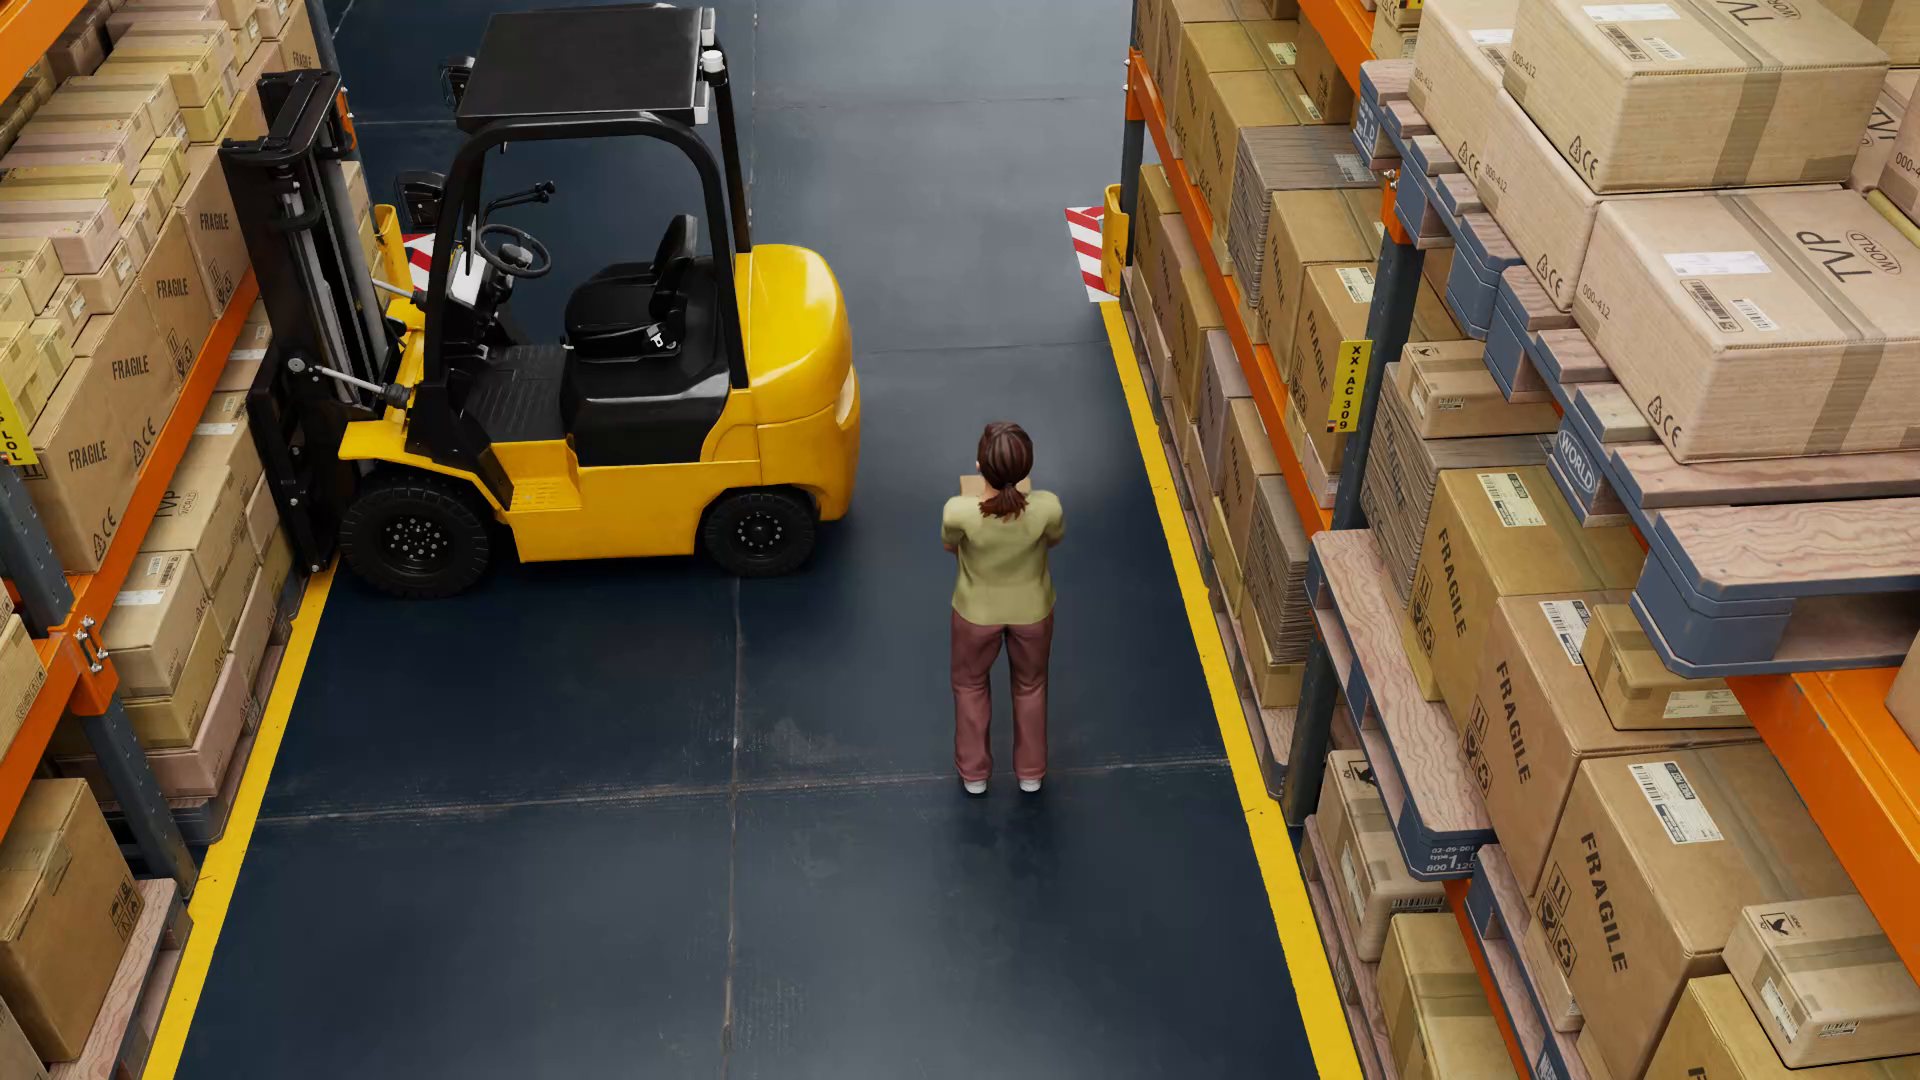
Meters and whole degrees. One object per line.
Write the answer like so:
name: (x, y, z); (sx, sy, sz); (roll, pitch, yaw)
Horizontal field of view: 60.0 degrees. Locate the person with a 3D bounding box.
person: (0.144, 0.207, 5.913); (0.425, 1.664, 0.551); (-2, 39, -3)
